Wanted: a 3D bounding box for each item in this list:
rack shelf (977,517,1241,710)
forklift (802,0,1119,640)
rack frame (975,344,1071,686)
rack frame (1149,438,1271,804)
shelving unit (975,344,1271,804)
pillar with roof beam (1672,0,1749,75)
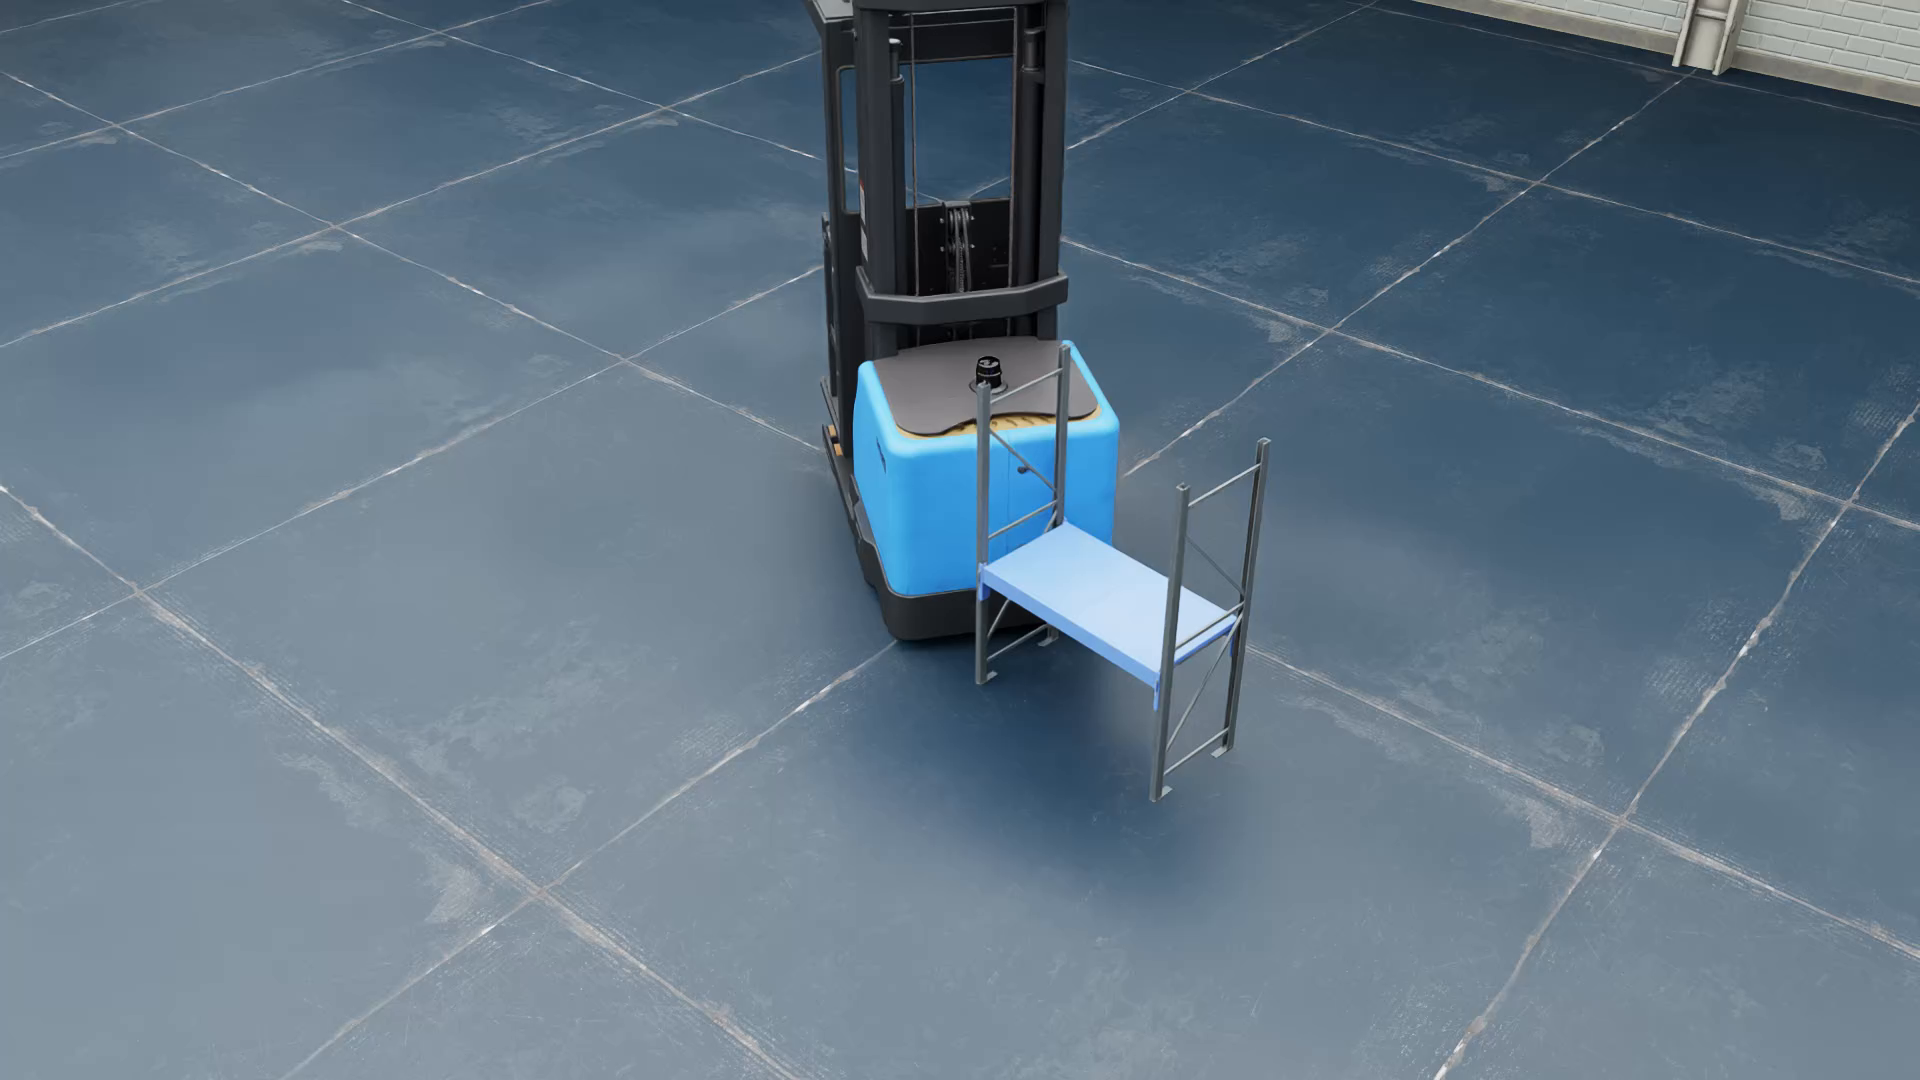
[{"bbox_3d":[0.607,0.280,6.835,0.538,0.185,1.000,-28,43,-34],"label":"rack shelf"},{"bbox_3d":[-0.117,-1.588,7.973,1.130,2.935,3.031,-7,35,-10],"label":"forklift"},{"bbox_3d":[0.259,-0.078,7.038,0.500,1.500,0.032,-28,43,-34],"label":"rack frame"},{"bbox_3d":[0.955,0.342,6.428,0.500,1.500,0.032,-28,43,-34],"label":"rack frame"},{"bbox_3d":[0.607,0.132,6.733,0.538,1.500,1.048,-28,43,-34],"label":"shelving unit"},{"bbox_3d":[3.538,-5.862,8.836,0.400,9.000,9.100,25,42,32],"label":"pillar with roof beam"}]
